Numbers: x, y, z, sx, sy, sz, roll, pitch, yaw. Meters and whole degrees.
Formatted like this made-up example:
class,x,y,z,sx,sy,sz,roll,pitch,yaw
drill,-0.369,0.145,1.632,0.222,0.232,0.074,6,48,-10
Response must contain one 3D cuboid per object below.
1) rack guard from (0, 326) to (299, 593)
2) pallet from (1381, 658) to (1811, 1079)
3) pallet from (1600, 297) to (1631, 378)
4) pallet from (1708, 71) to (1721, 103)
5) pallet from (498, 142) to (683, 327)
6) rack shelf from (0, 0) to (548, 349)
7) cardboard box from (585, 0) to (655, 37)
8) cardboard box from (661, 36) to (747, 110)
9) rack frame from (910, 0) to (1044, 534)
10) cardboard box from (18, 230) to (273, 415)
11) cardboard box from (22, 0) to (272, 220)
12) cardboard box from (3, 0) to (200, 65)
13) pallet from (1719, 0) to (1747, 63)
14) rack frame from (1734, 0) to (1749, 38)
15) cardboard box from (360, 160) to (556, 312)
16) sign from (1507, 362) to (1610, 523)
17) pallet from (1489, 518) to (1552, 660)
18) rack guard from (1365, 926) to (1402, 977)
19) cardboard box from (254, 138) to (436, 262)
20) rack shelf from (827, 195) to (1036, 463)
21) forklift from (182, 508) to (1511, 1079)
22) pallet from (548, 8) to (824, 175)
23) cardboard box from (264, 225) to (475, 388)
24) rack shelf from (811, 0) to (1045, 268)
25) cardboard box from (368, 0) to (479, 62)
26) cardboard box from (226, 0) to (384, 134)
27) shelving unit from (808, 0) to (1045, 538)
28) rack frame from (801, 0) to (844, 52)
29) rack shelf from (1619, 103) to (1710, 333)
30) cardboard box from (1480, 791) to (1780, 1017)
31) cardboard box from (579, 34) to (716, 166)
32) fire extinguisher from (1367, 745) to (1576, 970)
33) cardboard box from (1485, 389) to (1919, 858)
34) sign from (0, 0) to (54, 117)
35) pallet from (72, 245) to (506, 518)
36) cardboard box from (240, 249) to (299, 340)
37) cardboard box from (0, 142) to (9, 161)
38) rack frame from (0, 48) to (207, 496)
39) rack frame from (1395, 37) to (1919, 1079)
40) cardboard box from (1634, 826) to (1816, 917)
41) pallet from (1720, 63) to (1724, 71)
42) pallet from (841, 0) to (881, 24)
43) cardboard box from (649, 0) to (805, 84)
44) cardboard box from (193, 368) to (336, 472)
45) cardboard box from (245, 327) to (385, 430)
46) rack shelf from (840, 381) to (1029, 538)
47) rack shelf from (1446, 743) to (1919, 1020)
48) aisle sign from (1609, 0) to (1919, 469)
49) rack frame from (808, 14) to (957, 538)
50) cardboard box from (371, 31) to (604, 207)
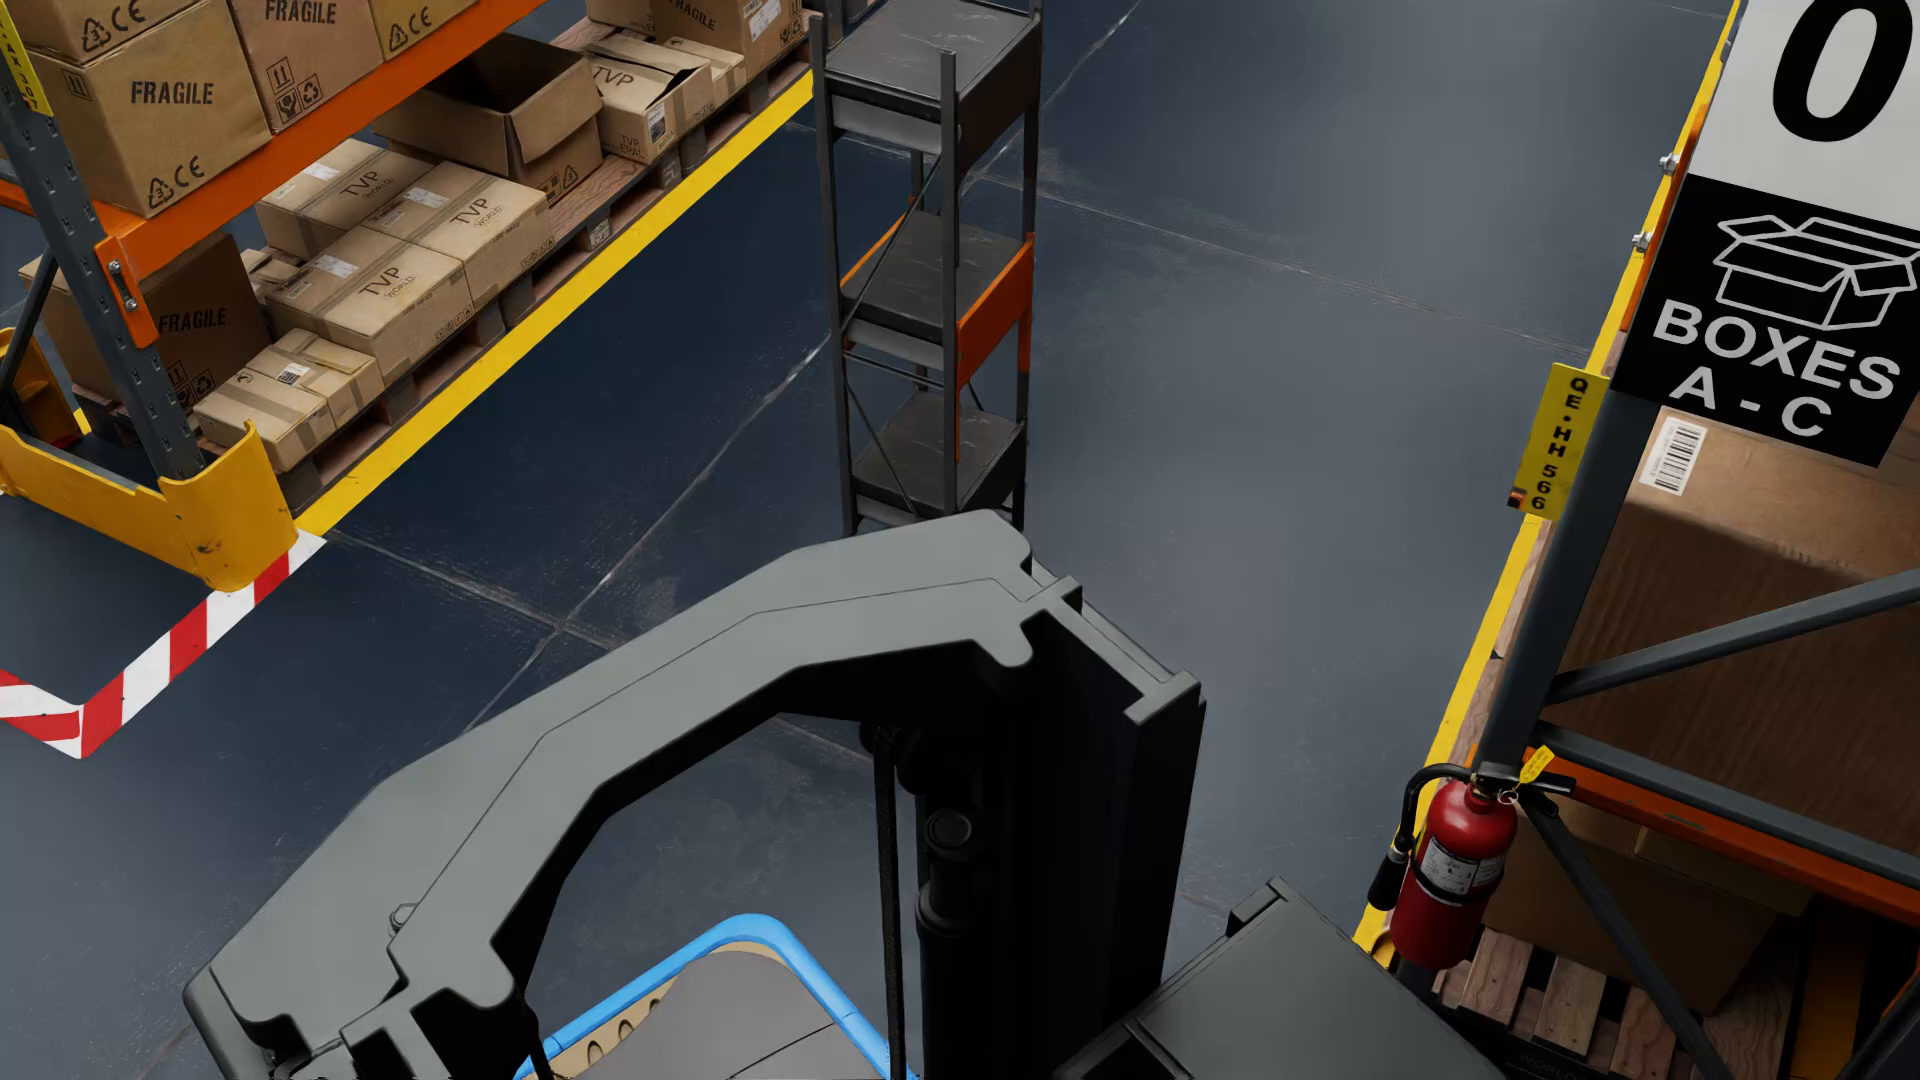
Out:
class,x,y,z,sx,sy,sz,roll,pitch,yaw
rack guard,-2.865,-0.284,5.679,1.175,0.500,0.348,20,49,19
pallet,1.791,0.969,4.644,1.003,0.211,1.213,20,49,19
pallet,2.923,-0.568,6.163,1.003,0.211,1.213,20,49,19
pallet,3.637,-1.532,7.116,1.003,0.211,1.213,20,49,19
pallet,-1.929,-1.450,7.035,1.003,0.211,1.213,20,49,19
rack shelf,-1.972,-2.122,6.244,1.077,0.370,4.000,20,49,19
cardboard box,-1.430,-2.651,7.842,0.500,0.311,0.500,20,49,19
cardboard box,-1.178,-2.078,7.390,0.380,0.149,0.250,20,49,19
rack frame,0.036,-0.788,5.052,0.400,2.100,0.015,20,49,19
cardboard box,-2.866,-0.814,5.894,0.500,0.500,0.500,20,49,19
cardboard box,-2.461,-1.342,4.897,0.500,0.500,0.500,21,49,20
cardboard box,-2.461,-1.694,4.542,0.500,0.500,0.500,22,49,20
pallet,1.824,-0.976,2.558,1.003,0.211,1.213,20,49,19
rack frame,1.489,-1.590,0.995,1.000,3.000,0.127,20,49,19
cardboard box,-1.933,-1.182,6.433,0.500,0.250,0.500,20,49,19
sign,1.015,-0.160,2.818,0.100,0.325,0.005,20,49,19
pallet,2.358,0.204,5.400,1.003,0.211,1.213,20,49,19
rack guard,1.478,1.412,4.003,1.175,0.500,0.348,20,49,19
cardboard box,-2.399,-1.315,6.565,0.500,0.250,0.500,20,49,19
rack shelf,-0.077,-0.624,4.910,0.431,0.518,0.480,20,49,19
forklift,0.141,1.511,2.196,1.130,2.935,3.031,-31,53,-27
pallet,-1.363,-2.222,7.798,1.003,0.211,1.213,20,49,19
cardboard box,-2.165,-0.867,6.121,0.500,0.250,0.500,20,49,19
rack shelf,-0.077,-1.116,4.412,0.431,0.518,0.480,20,49,19
cardboard box,-1.991,-1.984,5.532,0.500,0.500,0.500,20,49,19
cardboard box,-2.226,-1.669,5.220,0.500,0.500,0.500,20,49,19
shelving unit,-0.077,-0.634,4.900,0.431,2.100,0.503,20,49,19
rack frame,-1.044,-3.635,7.233,1.000,3.000,0.127,20,49,19
rack shelf,2.417,-1.543,3.563,1.077,0.370,4.000,20,49,19
cardboard box,1.725,0.776,4.337,0.700,0.500,0.500,20,49,19
cardboard box,-1.405,-1.919,7.119,0.500,0.311,0.500,20,49,19
fire extinguisher,1.010,0.619,3.345,0.296,0.674,0.183,20,49,19
cardboard box,1.717,0.089,3.343,0.980,0.700,0.700,23,50,21
sign,-2.420,-1.240,4.258,0.100,0.325,0.005,20,49,19
pallet,-2.496,-0.685,6.279,1.003,0.211,1.213,20,49,19
cardboard box,-2.599,-0.923,6.236,0.380,0.166,0.250,20,49,19
cardboard box,-2.934,-1.522,5.075,0.500,0.500,0.500,22,49,20
rack frame,-2.901,-1.115,4.743,1.000,3.000,0.127,20,49,19
rack frame,1.489,0.519,3.129,1.000,3.000,0.127,20,49,19
cardboard box,1.844,0.692,3.963,0.380,0.149,0.250,21,49,19
pallet,4.202,-2.304,7.878,1.003,0.211,1.213,20,49,19
pallet,-0.700,-3.179,8.744,1.003,0.211,1.213,20,49,19
cardboard box,-1.057,-2.458,7.518,0.500,0.500,0.500,20,49,19
cardboard box,-2.402,-0.417,5.749,0.380,0.149,0.250,20,49,19
cardboard box,-2.286,-0.581,5.898,0.380,0.166,0.250,20,49,19
rack shelf,-0.077,-0.132,5.408,0.431,0.518,0.480,20,49,19
rack shelf,2.417,-0.489,4.630,1.077,0.370,4.000,20,49,19
aisle sign,1.190,-0.449,2.257,0.394,0.787,0.004,20,49,19
rack frame,-0.190,-0.480,4.748,0.400,2.100,0.015,20,49,19
cardboard box,-1.911,-1.726,6.793,0.797,0.503,0.637,20,49,19
